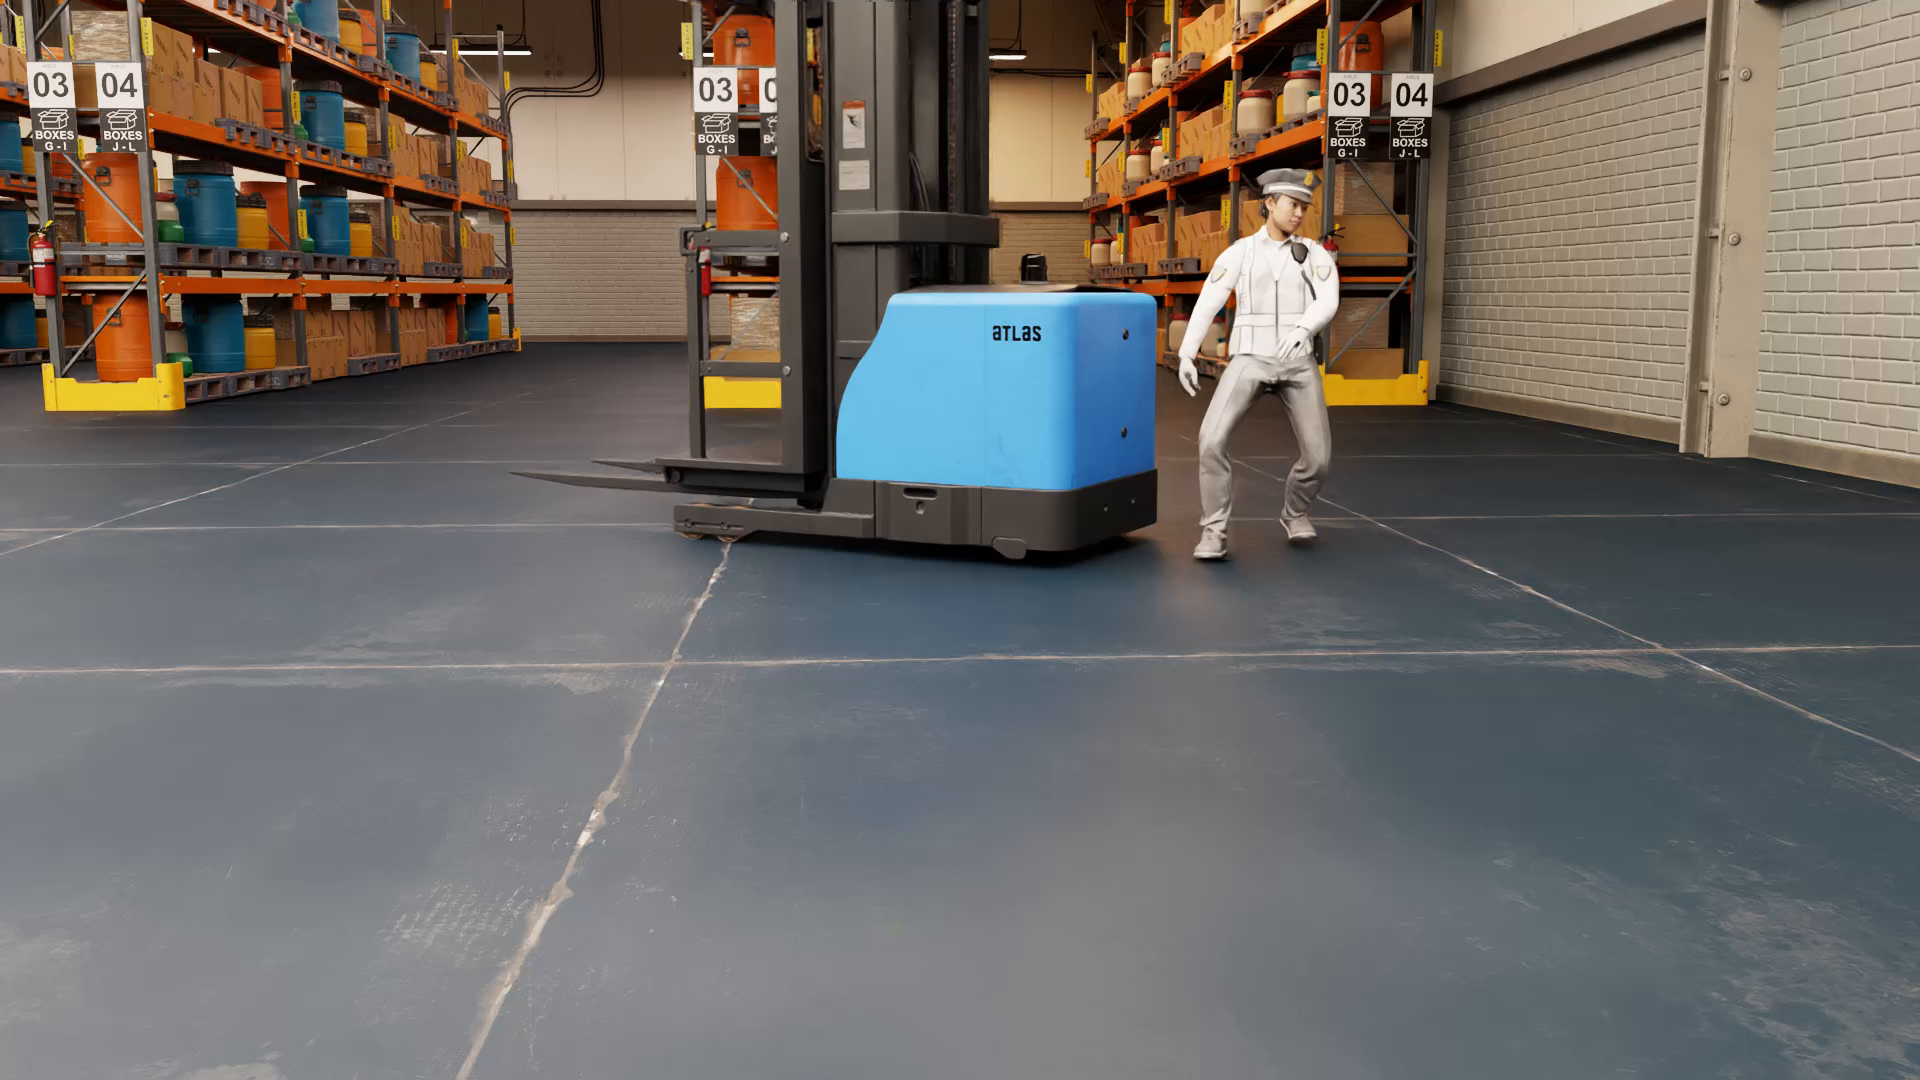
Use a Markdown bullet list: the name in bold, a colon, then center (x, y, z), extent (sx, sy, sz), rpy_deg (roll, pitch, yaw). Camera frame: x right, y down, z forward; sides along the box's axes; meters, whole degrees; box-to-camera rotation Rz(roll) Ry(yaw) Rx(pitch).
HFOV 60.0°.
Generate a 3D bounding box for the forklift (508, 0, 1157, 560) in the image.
- **forklift**: center (-0.682, -1.499, 7.423), extent (3.031, 2.935, 1.130), rpy_deg (4, 9, 27)

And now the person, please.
- **person**: center (1.221, -0.726, 6.830), extent (0.647, 1.567, 0.704), rpy_deg (0, 8, 3)
